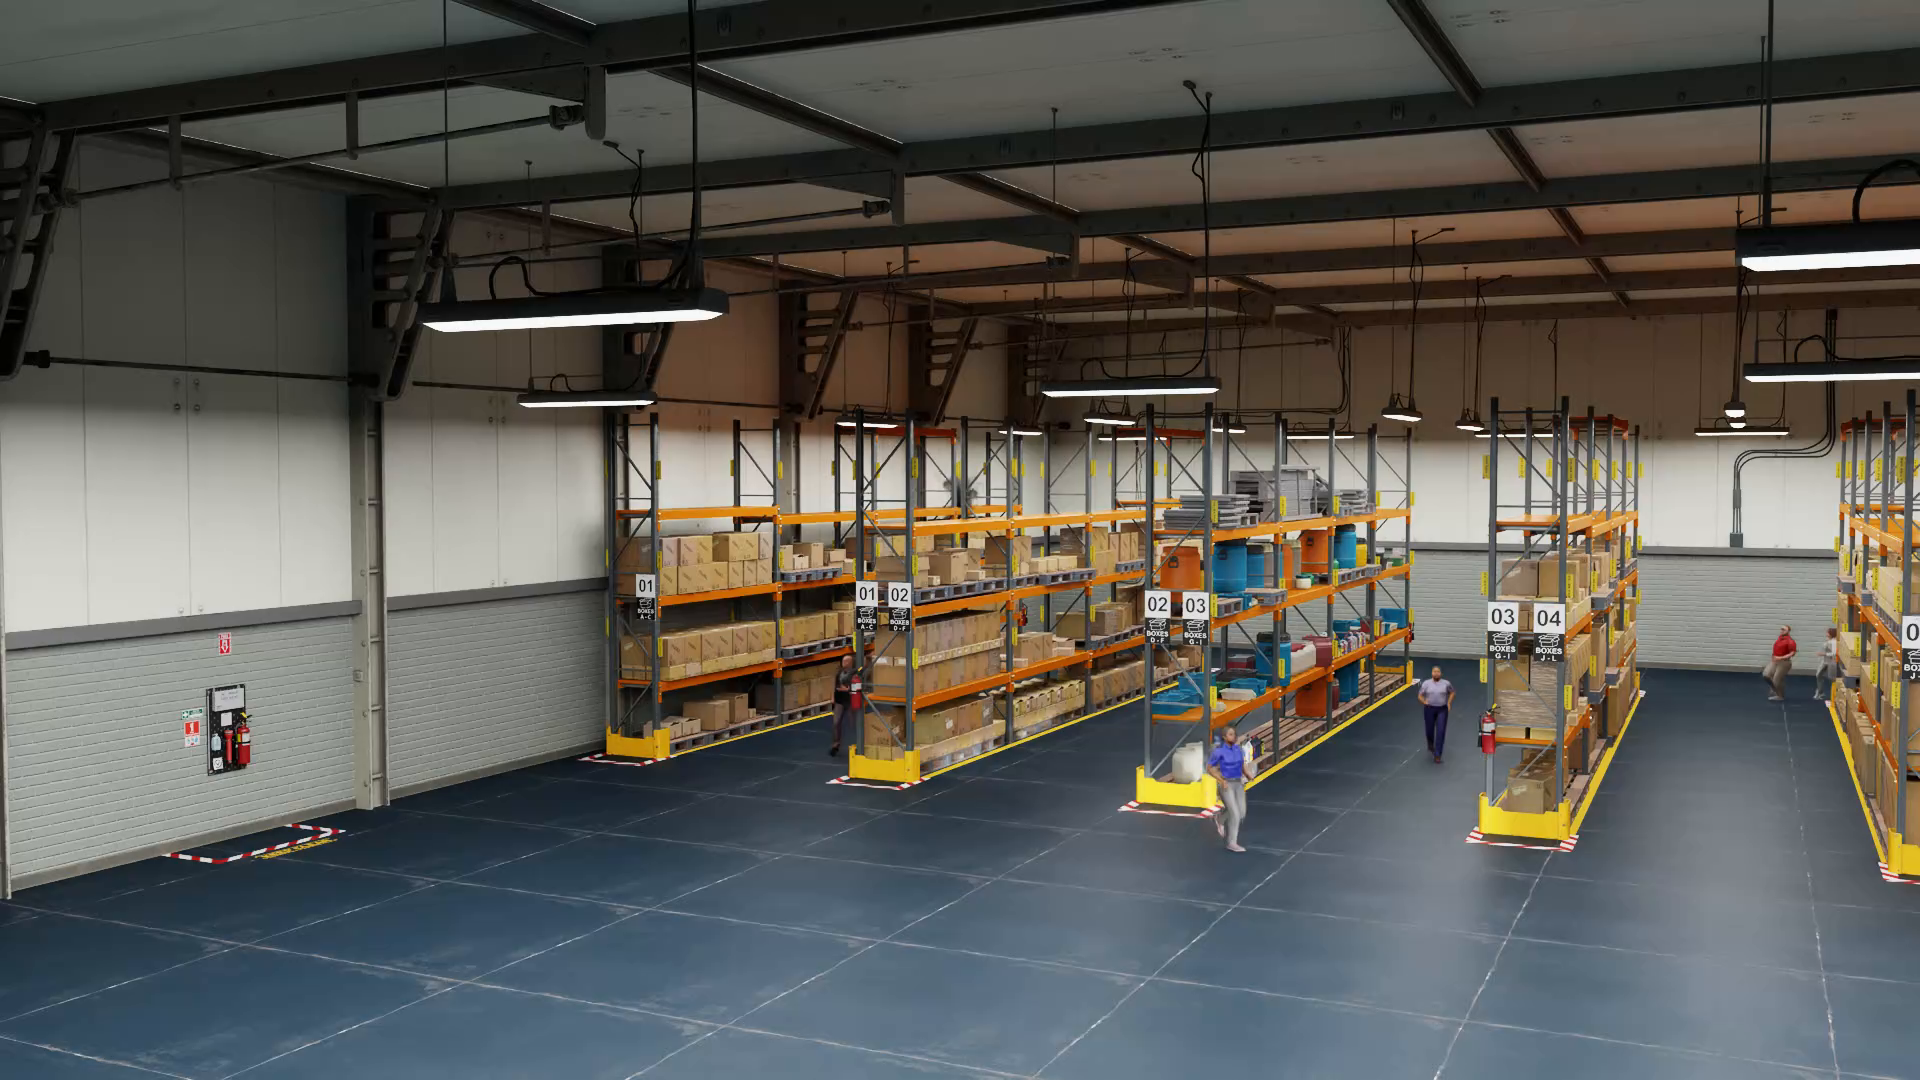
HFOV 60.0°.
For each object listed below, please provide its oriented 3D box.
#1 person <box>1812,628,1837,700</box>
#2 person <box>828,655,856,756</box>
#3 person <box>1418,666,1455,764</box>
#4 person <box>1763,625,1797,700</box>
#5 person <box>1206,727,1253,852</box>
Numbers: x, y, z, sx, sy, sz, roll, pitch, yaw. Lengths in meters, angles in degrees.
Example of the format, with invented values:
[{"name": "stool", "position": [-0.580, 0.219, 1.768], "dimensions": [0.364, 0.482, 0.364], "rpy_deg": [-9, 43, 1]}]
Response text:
[{"name": "person", "position": [18.912, 2.705, 36.063], "dimensions": [0.660, 1.623, 0.521], "rpy_deg": [0, 2, 1]}, {"name": "person", "position": [-1.994, 2.881, 29.219], "dimensions": [0.659, 1.713, 0.948], "rpy_deg": [1, 3, 27]}, {"name": "person", "position": [8.211, 2.986, 28.669], "dimensions": [0.607, 1.640, 0.849], "rpy_deg": [1, 2, 15]}, {"name": "person", "position": [17.726, 2.662, 35.939], "dimensions": [0.584, 1.651, 0.680], "rpy_deg": [-1, 2, -16]}, {"name": "person", "position": [3.538, 3.272, 22.001], "dimensions": [0.607, 1.612, 0.678], "rpy_deg": [-2, 3, -33]}]
